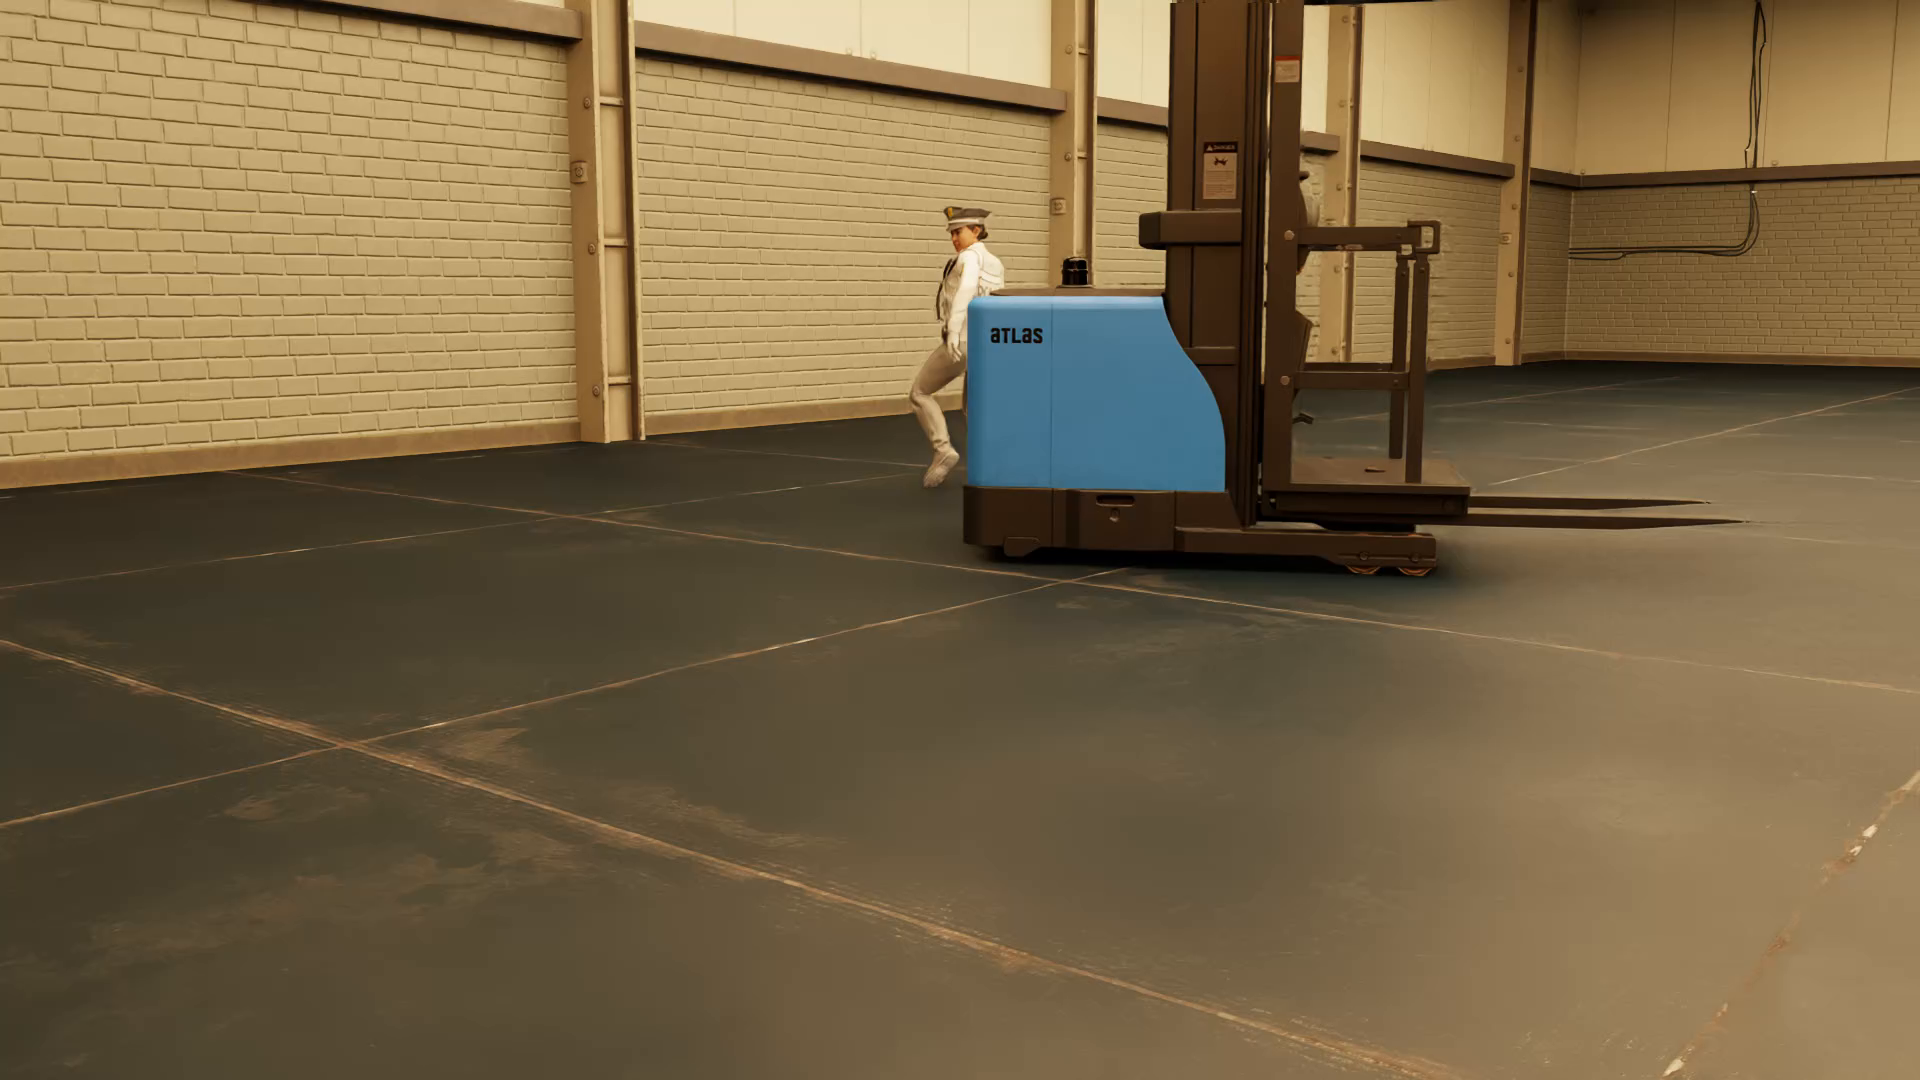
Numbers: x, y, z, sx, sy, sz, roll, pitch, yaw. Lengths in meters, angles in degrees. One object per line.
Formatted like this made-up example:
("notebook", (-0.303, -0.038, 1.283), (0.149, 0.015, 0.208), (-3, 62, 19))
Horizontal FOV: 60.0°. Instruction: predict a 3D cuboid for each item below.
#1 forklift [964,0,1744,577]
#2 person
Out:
("forklift", (1.583, -1.392, 6.796), (3.031, 2.935, 1.130), (2, 8, 11))
("person", (0.020, -1.075, 9.341), (0.703, 1.581, 0.615), (-8, 11, -43))
